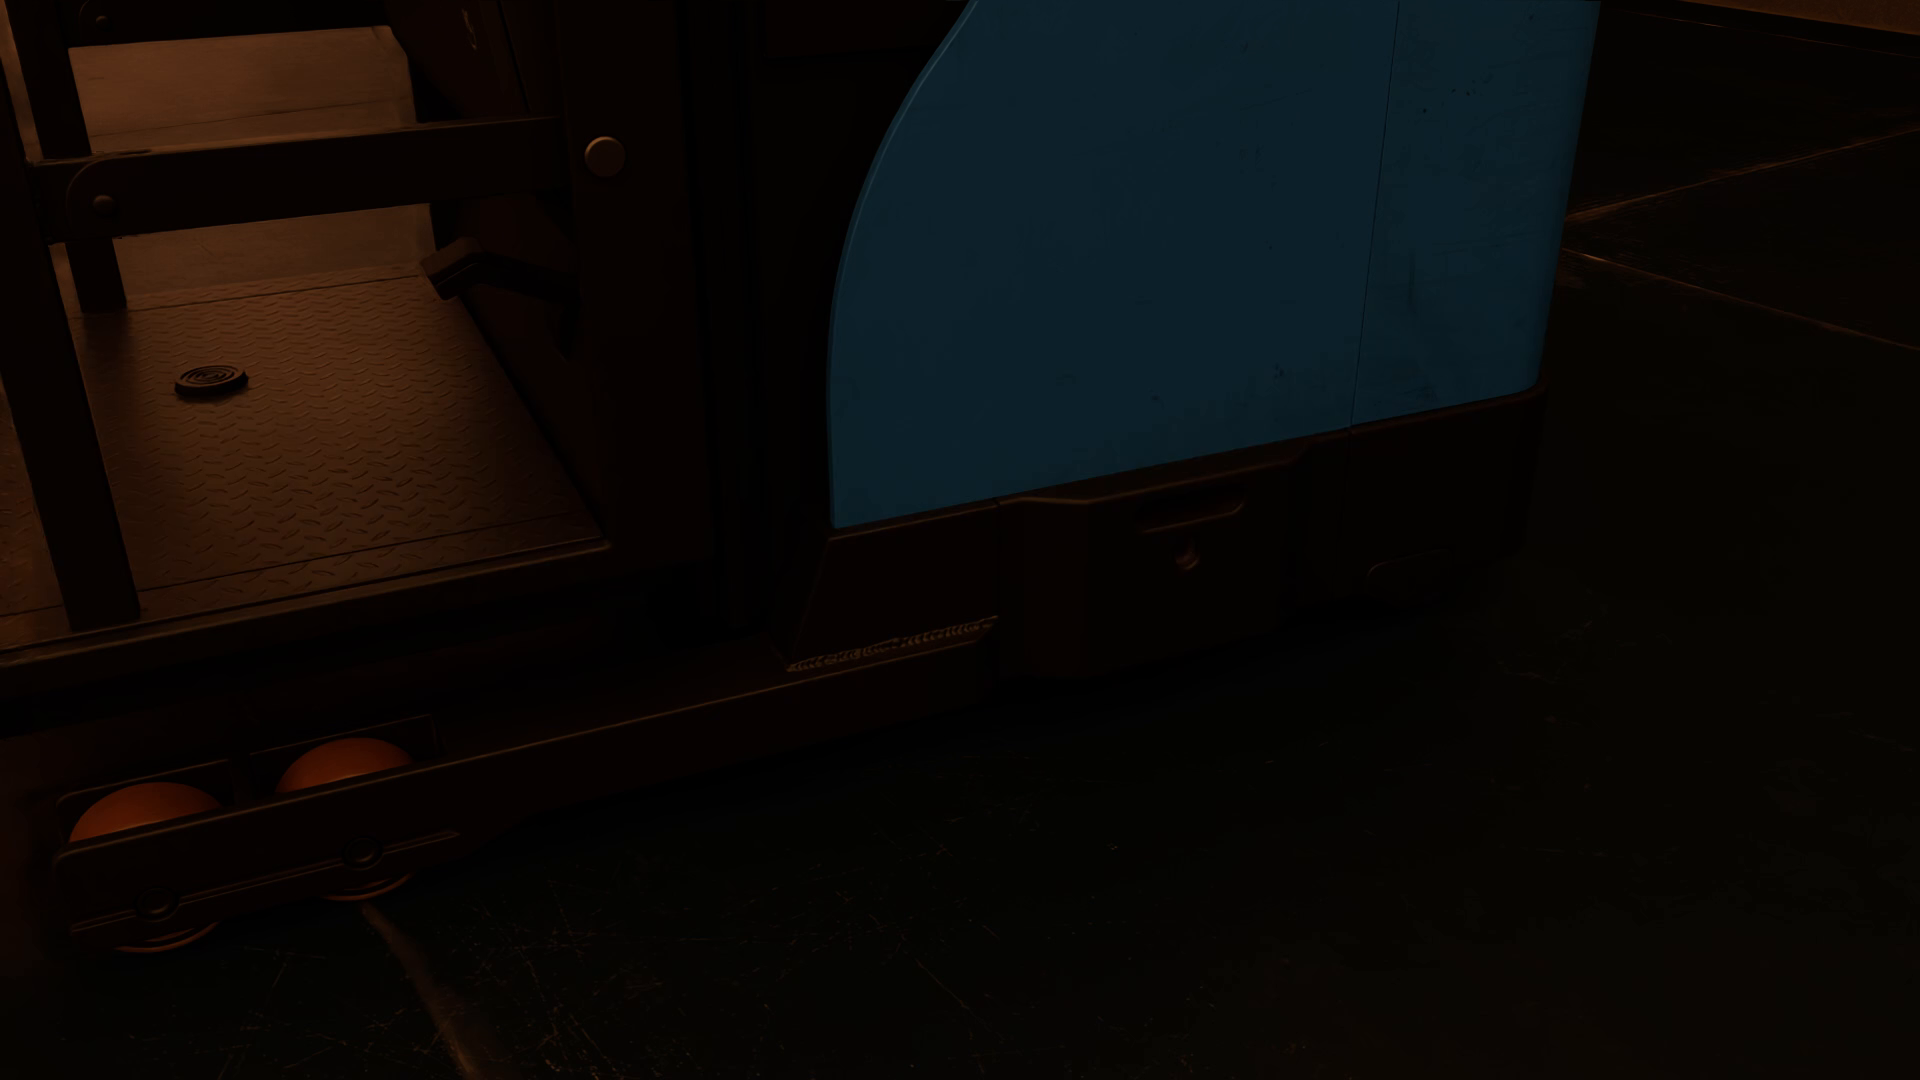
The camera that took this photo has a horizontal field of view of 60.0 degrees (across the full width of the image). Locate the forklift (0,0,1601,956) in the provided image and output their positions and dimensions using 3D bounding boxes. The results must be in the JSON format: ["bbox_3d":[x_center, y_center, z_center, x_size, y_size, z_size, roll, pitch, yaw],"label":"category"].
[{"bbox_3d":[-0.763,-1.166,1.555,3.031,2.935,1.130,-12,29,-22],"label":"forklift"}]
